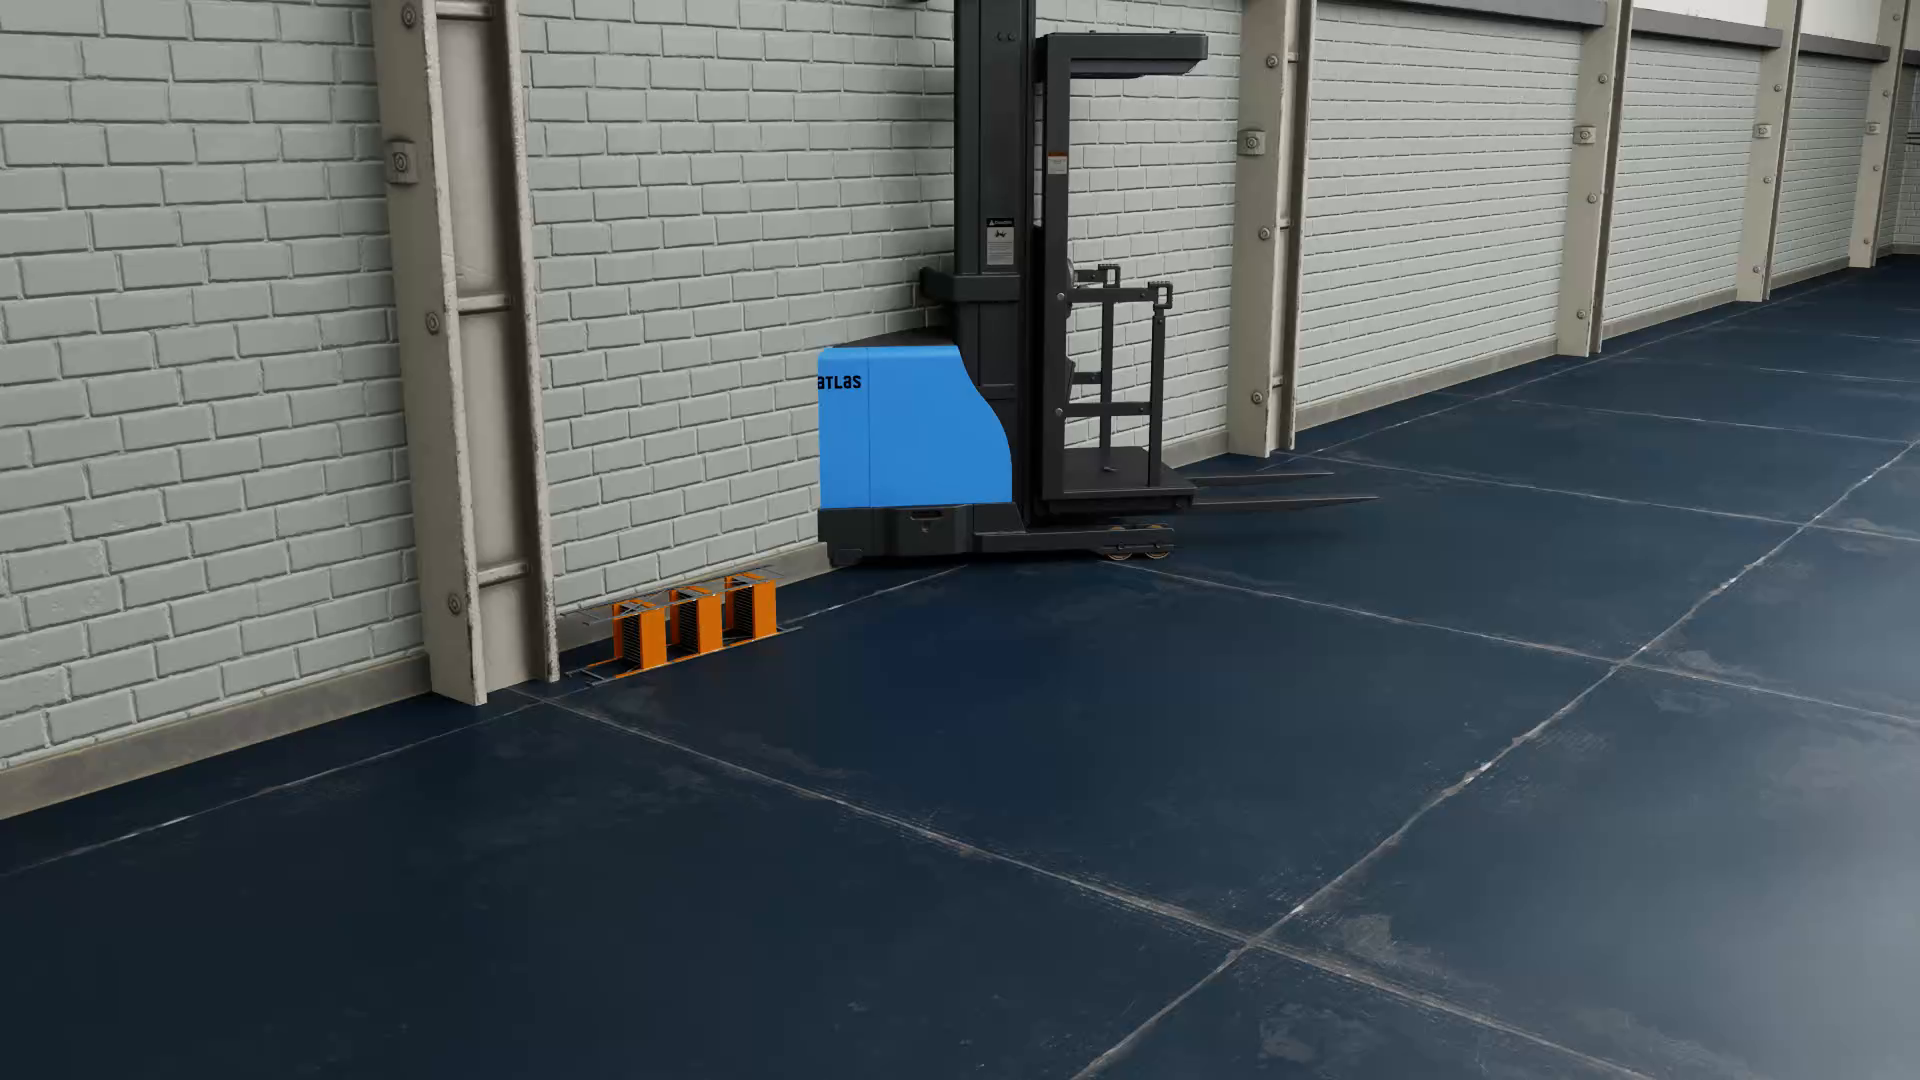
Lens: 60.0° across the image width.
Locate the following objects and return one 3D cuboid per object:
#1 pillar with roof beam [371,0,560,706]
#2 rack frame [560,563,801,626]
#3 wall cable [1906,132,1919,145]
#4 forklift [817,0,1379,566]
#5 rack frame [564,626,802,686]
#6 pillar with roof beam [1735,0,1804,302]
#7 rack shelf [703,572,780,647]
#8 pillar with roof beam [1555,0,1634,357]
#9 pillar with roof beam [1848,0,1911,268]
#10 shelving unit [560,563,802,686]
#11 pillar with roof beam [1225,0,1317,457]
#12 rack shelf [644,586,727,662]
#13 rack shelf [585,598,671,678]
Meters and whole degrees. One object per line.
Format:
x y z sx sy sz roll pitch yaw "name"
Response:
1.549 -3.139 2.701 9.100 9.000 0.400 11 18 38 "pillar with roof beam"
-1.116 0.213 6.763 0.200 0.008 1.050 14 20 43 "rack frame"
16.164 -7.256 25.214 3.097 2.526 0.112 11 18 38 "wall cable"
0.616 -1.445 8.360 3.031 2.935 1.130 -2 14 -9 "forklift"
-1.116 0.450 6.823 0.200 0.008 1.050 14 20 43 "rack frame"
12.862 -6.586 16.271 9.100 9.000 0.400 11 18 38 "pillar with roof beam"
-0.924 0.284 6.981 0.215 0.240 0.259 14 20 43 "rack shelf"
9.091 -5.437 11.748 9.100 9.000 0.400 11 18 38 "pillar with roof beam"
16.633 -7.735 20.794 9.100 9.000 0.400 11 18 38 "pillar with roof beam"
-1.116 0.332 6.793 0.215 0.252 1.050 14 20 43 "shelving unit"
5.320 -4.288 7.224 9.100 9.000 0.400 11 18 38 "pillar with roof beam"
-1.124 0.333 6.786 0.215 0.240 0.259 14 20 43 "rack shelf"
-1.319 0.382 6.594 0.215 0.240 0.259 14 20 43 "rack shelf"
